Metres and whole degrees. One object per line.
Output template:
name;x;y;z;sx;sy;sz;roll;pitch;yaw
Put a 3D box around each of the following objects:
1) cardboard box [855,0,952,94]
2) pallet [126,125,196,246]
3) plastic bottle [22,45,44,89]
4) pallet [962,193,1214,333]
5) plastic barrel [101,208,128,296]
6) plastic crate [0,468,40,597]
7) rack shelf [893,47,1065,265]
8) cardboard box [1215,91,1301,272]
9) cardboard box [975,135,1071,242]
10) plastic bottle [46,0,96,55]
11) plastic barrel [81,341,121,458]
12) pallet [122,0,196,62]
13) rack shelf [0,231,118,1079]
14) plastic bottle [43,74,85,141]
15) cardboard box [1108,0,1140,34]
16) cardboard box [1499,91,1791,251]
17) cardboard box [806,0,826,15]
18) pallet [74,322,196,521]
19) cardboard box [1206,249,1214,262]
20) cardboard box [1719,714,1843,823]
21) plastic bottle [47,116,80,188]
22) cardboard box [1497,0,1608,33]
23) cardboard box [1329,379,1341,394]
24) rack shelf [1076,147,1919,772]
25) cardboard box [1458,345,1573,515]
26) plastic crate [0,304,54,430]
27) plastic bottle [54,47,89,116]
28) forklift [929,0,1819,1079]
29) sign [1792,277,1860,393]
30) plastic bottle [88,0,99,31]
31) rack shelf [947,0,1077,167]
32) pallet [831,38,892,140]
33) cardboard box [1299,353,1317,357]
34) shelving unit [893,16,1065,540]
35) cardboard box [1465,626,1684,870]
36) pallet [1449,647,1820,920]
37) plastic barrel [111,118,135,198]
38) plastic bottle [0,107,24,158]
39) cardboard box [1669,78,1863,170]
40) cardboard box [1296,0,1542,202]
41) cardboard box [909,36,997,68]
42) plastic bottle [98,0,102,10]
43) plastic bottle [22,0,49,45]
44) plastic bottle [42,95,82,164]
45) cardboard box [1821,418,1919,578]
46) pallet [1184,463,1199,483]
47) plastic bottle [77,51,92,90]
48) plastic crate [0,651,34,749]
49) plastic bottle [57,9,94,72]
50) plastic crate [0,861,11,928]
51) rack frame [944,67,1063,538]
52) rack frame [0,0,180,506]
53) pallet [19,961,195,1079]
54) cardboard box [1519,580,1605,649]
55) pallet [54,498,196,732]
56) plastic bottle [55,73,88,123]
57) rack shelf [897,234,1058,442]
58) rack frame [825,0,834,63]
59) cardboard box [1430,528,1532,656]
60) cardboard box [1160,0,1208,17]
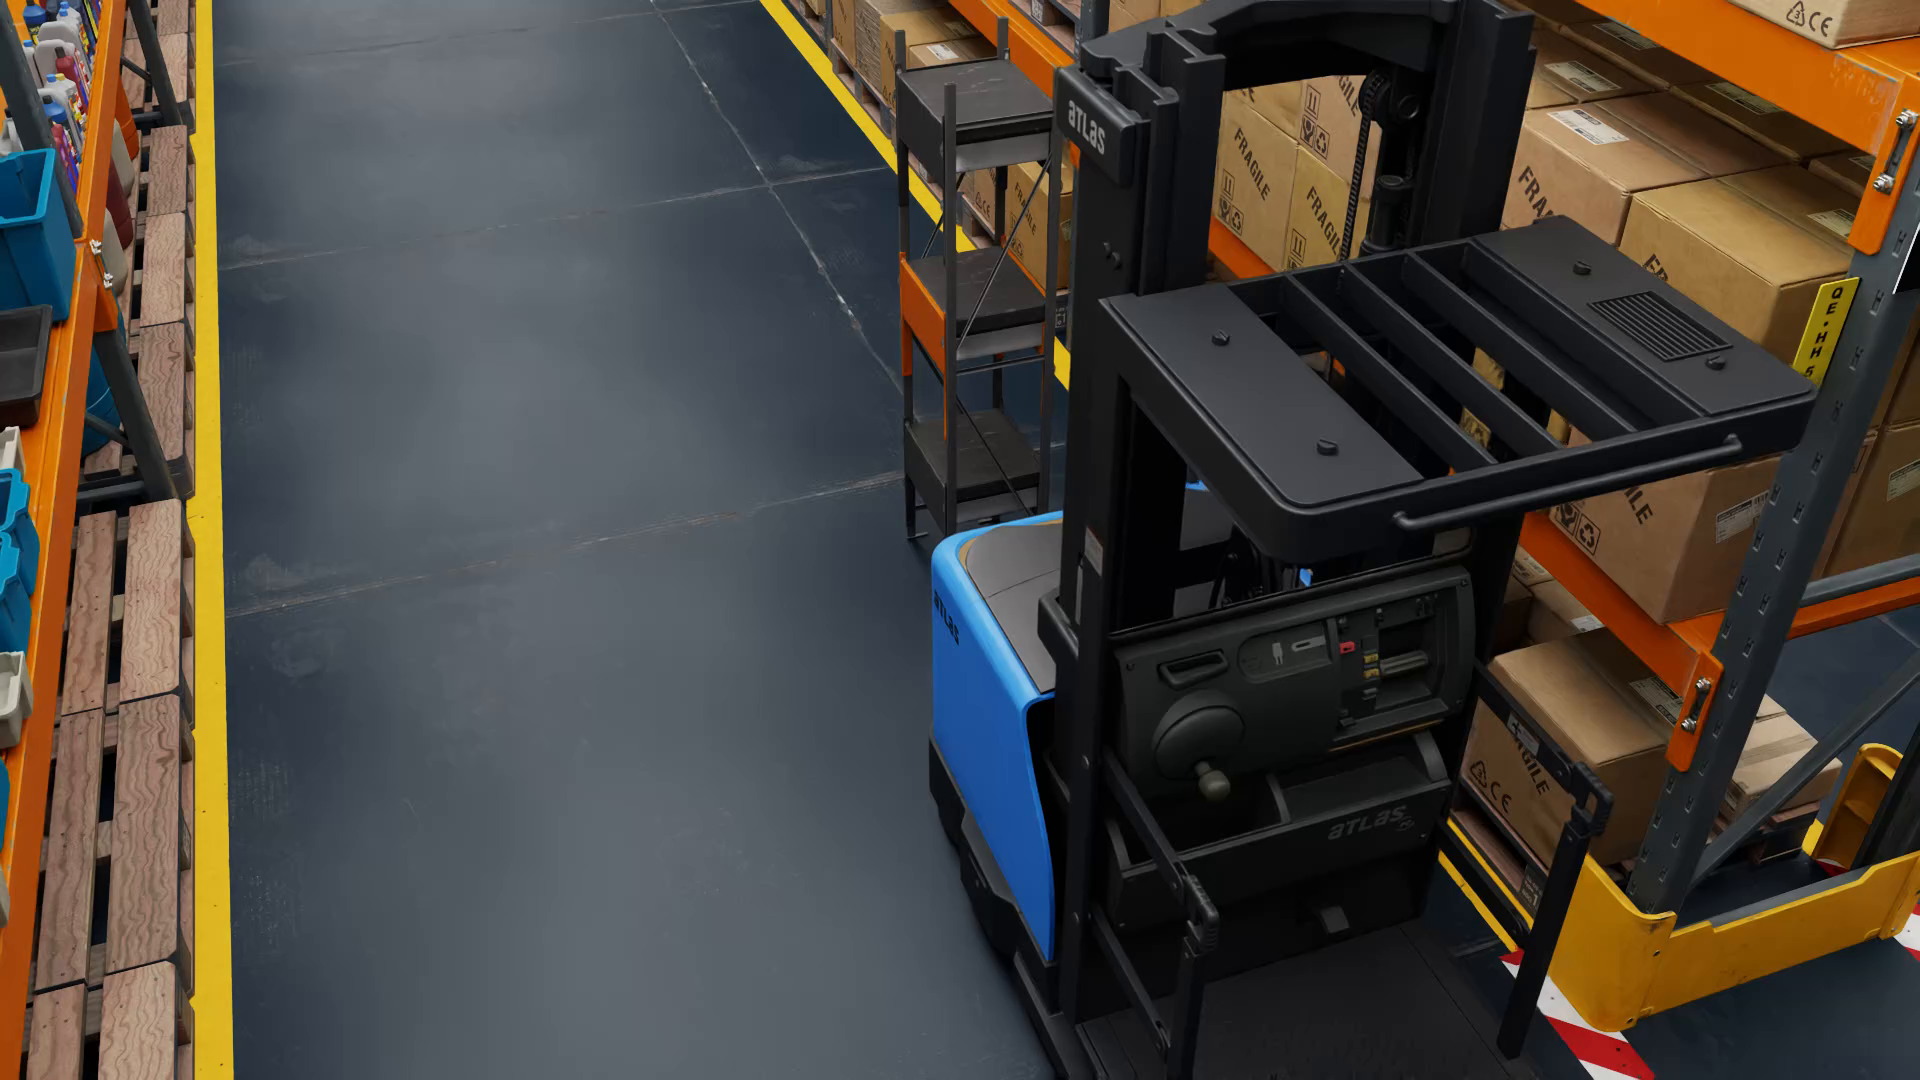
cardboard box;-0.308;-3.012;9.968;0.500;0.500;0.500;-14;39;-18
pallet;-4.723;-1.872;9.060;1.003;0.211;1.213;-12;39;-16
plastic bottle;-3.920;-1.945;6.942;0.152;0.276;0.135;-12;39;-16
pallet;0.680;-1.524;8.598;1.003;0.211;1.213;-12;39;-16
plastic barrel;-4.182;-1.385;7.815;0.421;0.512;0.421;0;37;0
plastic crate;-2.613;0.019;4.321;0.416;0.233;0.300;-12;39;-16
rack shelf;0.057;-1.293;5.581;0.431;0.518;0.480;-12;39;-16
cardboard box;1.264;-1.310;5.913;0.500;0.500;0.500;-13;39;-16
cardboard box;0.394;-1.864;8.443;0.500;0.500;0.500;-12;39;-16
plastic bottle;-3.975;-2.339;7.403;0.144;0.351;0.185;-12;39;-16
plastic barrel;-3.828;-0.803;6.718;0.600;0.901;0.708;-12;39;-16
pallet;-5.680;-3.442;11.145;1.003;0.211;1.213;-12;39;-16
rack shelf;-2.969;0.254;4.517;1.077;0.370;4.000;-12;39;-16
plastic bottle;-3.599;-1.730;6.660;0.097;0.271;0.097;0;37;0
cardboard box;0.915;-1.882;6.672;0.500;0.500;0.500;-11;38;-15
cardboard box;1.786;-0.846;4.465;0.500;0.500;0.500;-11;38;-15
cardboard box;-0.791;-3.762;11.188;0.500;0.250;0.500;-12;39;-15
pallet;-3.883;-0.494;7.230;1.003;0.211;1.213;-12;39;-16
cardboard box;1.057;-1.687;8.209;0.500;0.500;0.500;-14;39;-18
cardboard box;2.550;0.729;5.293;0.380;0.149;0.250;-12;39;-16
plastic bottle;-3.429;-1.487;6.328;0.061;0.283;0.133;-12;39;-16
cardboard box;1.936;-1.535;5.381;0.500;0.500;0.500;-13;39;-16
cardboard box;1.646;-0.305;6.371;0.797;0.503;0.637;-12;39;-16
rack shelf;1.683;-0.769;5.876;1.077;0.370;4.000;-12;39;-16
cardboard box;1.780;-0.456;4.779;0.500;0.500;0.500;-12;39;-16
plastic crate;-3.020;-0.500;5.100;0.437;0.125;0.590;-12;39;-16
plastic bottle;-3.688;-1.913;6.894;0.061;0.283;0.133;-12;39;-16
forklift;0.882;0.412;3.767;1.130;2.935;3.031;-12;39;-16
sign;1.844;-0.412;3.579;0.100;0.325;0.005;-12;39;-16
plastic bottle;-4.085;-2.518;7.641;0.144;0.351;0.185;-12;39;-16
rack shelf;0.307;-3.029;8.876;1.077;0.370;4.000;-12;39;-16
pallet;-0.160;-2.902;10.428;1.003;0.211;1.213;-12;39;-16
cardboard box;1.643;-0.761;7.271;0.380;0.149;0.250;-12;39;-16
shelving unit;0.057;-0.745;5.994;0.431;2.100;0.503;-12;39;-16
cardboard box;1.953;0.640;5.119;0.500;0.500;0.500;-12;39;-16
pallet;2.070;0.694;5.653;1.003;0.211;1.213;-12;39;-16
plastic barrel;-4.571;-2.023;8.662;0.421;0.512;0.421;0;37;0
plastic bottle;-3.488;-1.432;6.199;0.144;0.351;0.185;-12;39;-16
cardboard box;2.279;-0.965;4.624;0.500;0.500;0.500;-12;39;-15
cardboard box;1.426;-1.428;5.238;0.500;0.500;0.500;-11;38;-15
cardboard box;0.045;-2.434;9.200;0.500;0.500;0.500;-14;39;-17
plastic bottle;-4.157;-2.619;7.899;0.097;0.201;0.097;0;37;0
plastic bottle;-4.074;-2.257;7.360;0.097;0.271;0.097;0;37;0
plastic bottle;-3.519;-1.599;6.486;0.097;0.271;0.097;0;37;0
cardboard box;2.466;-0.272;4.535;0.500;0.500;0.500;-12;39;-15
pallet;1.231;-0.684;7.483;1.003;0.211;1.213;-12;39;-16
plastic bottle;-3.791;-2.018;7.101;0.097;0.201;0.097;0;37;0
plastic crate;-2.322;0.389;3.910;0.250;0.136;0.298;-12;39;-16
plastic bottle;-3.871;-2.177;7.254;0.097;0.271;0.097;0;37;0
plastic crate;-2.089;0.772;3.401;0.250;0.136;0.298;-12;39;-16
rack frame;0.141;-0.607;5.811;0.400;2.100;0.015;-12;39;-16
rack frame;-3.657;-1.163;5.801;1.000;3.000;0.127;-12;39;-16
pallet;-2.528;1.737;4.269;1.003;0.211;1.213;-12;39;-16
cardboard box;2.279;0.348;5.715;0.500;0.250;0.500;-12;39;-16
pallet;-3.368;0.358;6.099;1.003;0.211;1.213;-12;39;-16
plastic bottle;-3.666;-1.812;6.827;0.097;0.201;0.097;0;37;0
rack shelf;0.057;-0.734;6.002;0.431;0.518;0.480;-12;39;-16
rack frame;-0.381;-4.446;10.159;1.000;3.000;0.127;-12;39;-16
cardboard box;1.654;0.197;5.915;0.500;0.250;0.500;-12;39;-16
cardboard box;1.071;-2.010;6.011;0.500;0.500;0.500;-14;39;-17
